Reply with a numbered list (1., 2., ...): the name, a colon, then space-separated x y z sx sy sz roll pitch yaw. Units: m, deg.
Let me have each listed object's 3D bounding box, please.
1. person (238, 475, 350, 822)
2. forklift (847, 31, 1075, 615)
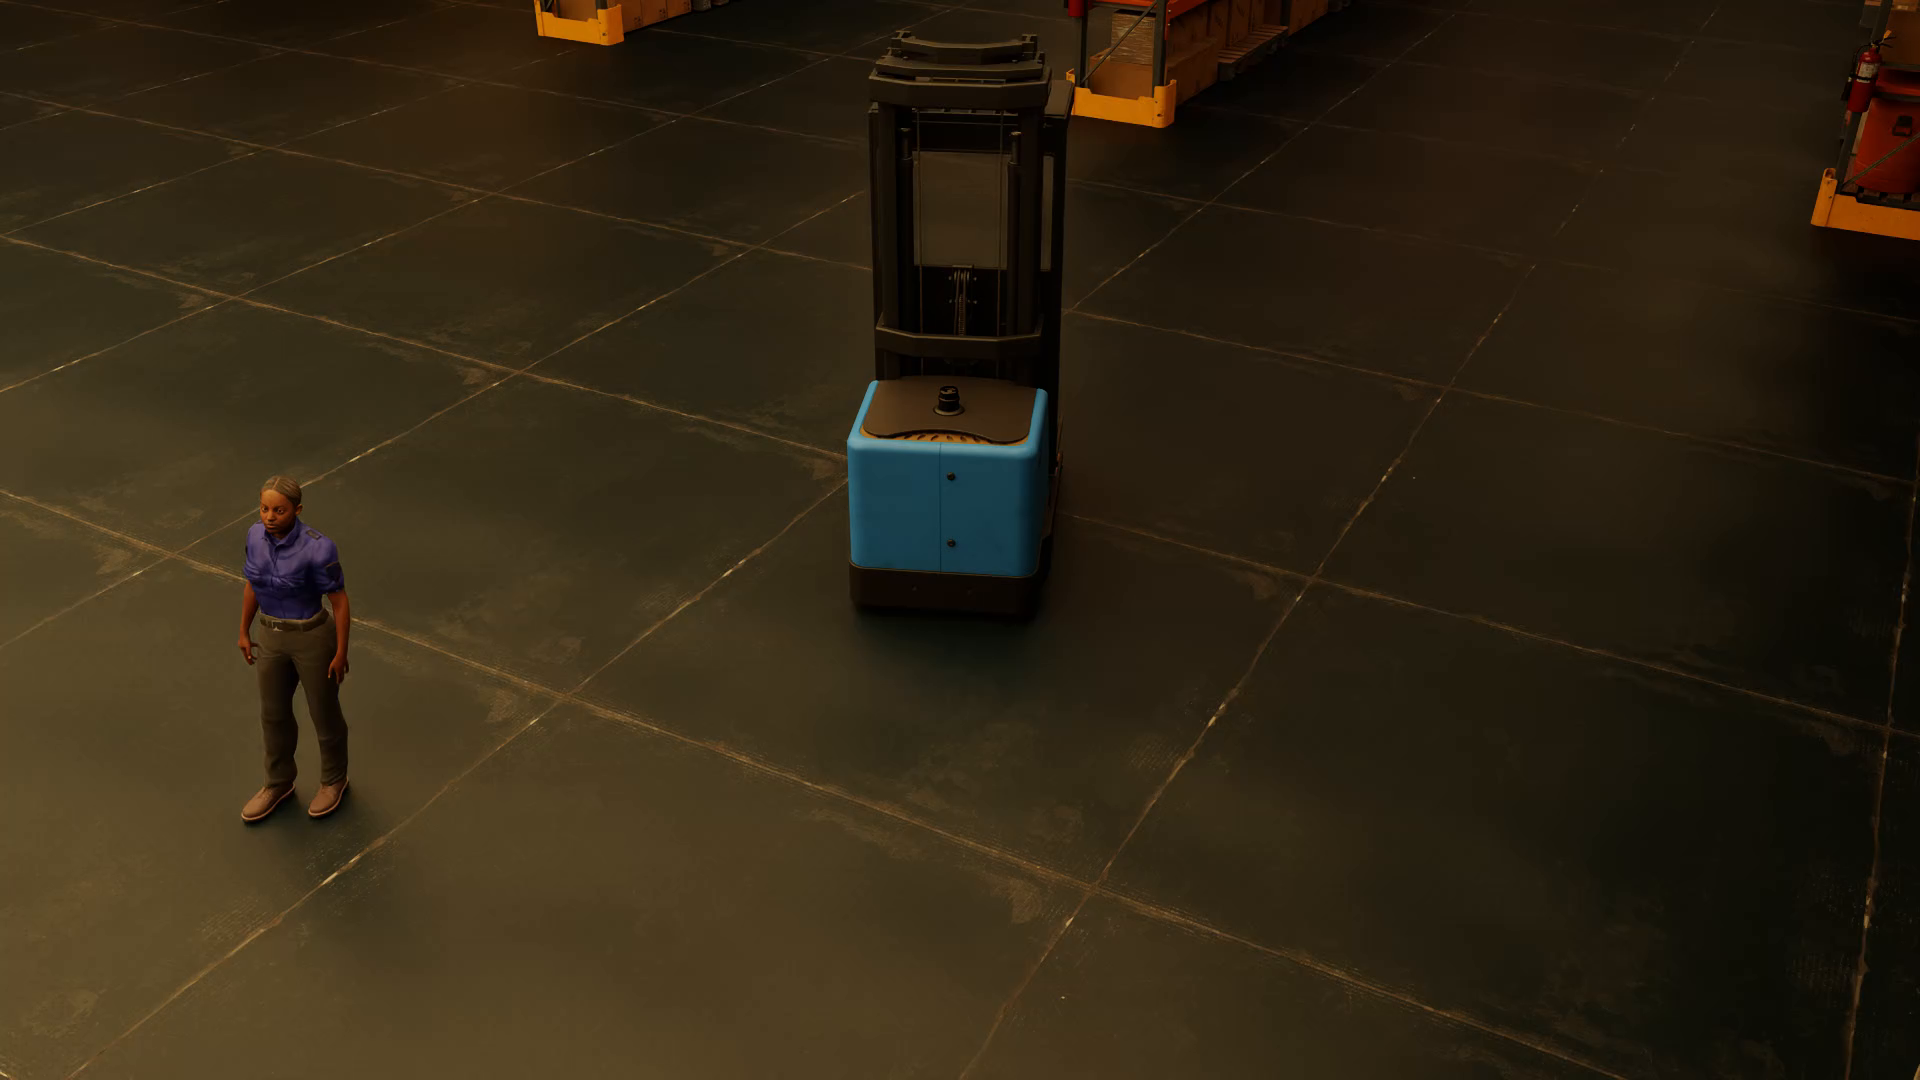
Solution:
1. person: -3.020 0.513 7.458 0.570 1.641 0.504 8 31 13
2. forklift: 0.072 -1.572 9.794 1.130 2.935 3.031 3 30 6
